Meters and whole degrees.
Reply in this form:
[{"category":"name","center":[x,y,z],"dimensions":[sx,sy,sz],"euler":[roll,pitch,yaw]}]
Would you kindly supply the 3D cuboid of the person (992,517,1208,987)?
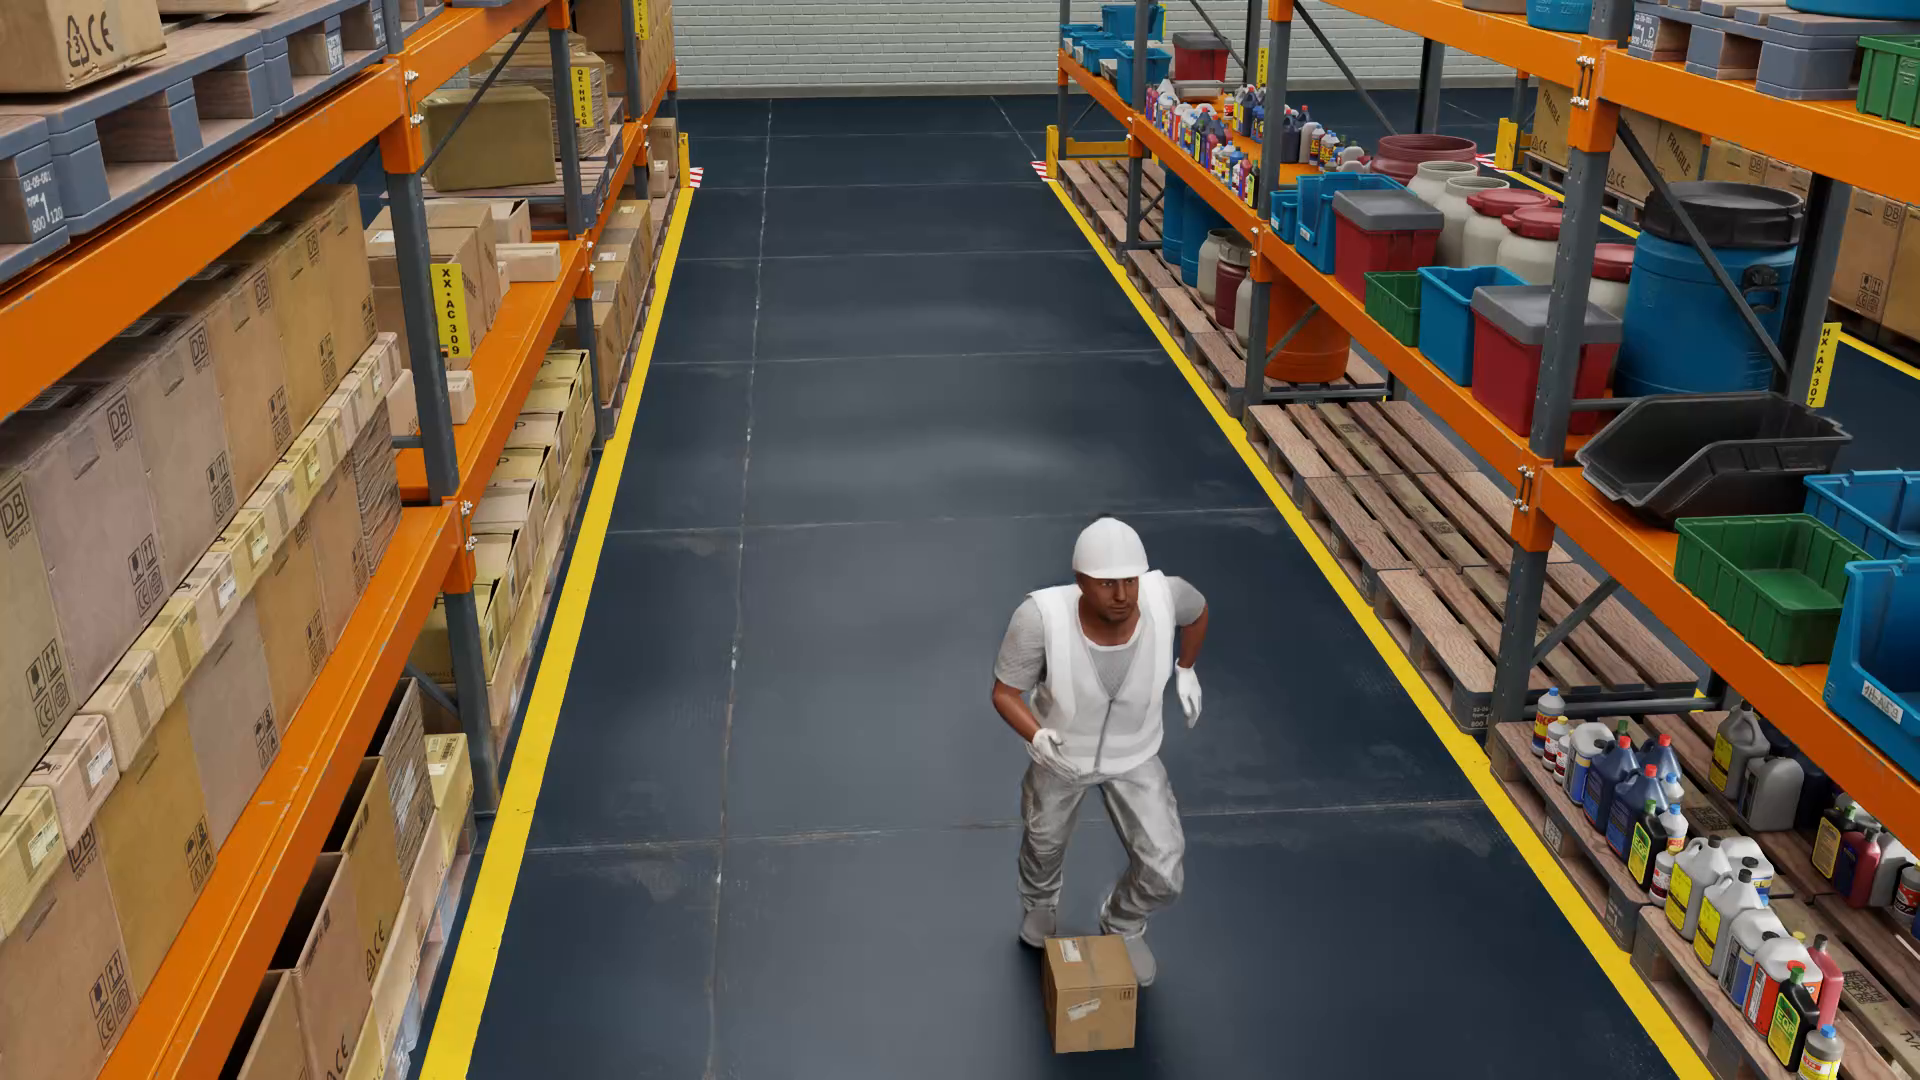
[{"category":"person","center":[0.435,0.670,5.122],"dimensions":[0.684,1.696,0.878],"euler":[-1,24,-1]}]
